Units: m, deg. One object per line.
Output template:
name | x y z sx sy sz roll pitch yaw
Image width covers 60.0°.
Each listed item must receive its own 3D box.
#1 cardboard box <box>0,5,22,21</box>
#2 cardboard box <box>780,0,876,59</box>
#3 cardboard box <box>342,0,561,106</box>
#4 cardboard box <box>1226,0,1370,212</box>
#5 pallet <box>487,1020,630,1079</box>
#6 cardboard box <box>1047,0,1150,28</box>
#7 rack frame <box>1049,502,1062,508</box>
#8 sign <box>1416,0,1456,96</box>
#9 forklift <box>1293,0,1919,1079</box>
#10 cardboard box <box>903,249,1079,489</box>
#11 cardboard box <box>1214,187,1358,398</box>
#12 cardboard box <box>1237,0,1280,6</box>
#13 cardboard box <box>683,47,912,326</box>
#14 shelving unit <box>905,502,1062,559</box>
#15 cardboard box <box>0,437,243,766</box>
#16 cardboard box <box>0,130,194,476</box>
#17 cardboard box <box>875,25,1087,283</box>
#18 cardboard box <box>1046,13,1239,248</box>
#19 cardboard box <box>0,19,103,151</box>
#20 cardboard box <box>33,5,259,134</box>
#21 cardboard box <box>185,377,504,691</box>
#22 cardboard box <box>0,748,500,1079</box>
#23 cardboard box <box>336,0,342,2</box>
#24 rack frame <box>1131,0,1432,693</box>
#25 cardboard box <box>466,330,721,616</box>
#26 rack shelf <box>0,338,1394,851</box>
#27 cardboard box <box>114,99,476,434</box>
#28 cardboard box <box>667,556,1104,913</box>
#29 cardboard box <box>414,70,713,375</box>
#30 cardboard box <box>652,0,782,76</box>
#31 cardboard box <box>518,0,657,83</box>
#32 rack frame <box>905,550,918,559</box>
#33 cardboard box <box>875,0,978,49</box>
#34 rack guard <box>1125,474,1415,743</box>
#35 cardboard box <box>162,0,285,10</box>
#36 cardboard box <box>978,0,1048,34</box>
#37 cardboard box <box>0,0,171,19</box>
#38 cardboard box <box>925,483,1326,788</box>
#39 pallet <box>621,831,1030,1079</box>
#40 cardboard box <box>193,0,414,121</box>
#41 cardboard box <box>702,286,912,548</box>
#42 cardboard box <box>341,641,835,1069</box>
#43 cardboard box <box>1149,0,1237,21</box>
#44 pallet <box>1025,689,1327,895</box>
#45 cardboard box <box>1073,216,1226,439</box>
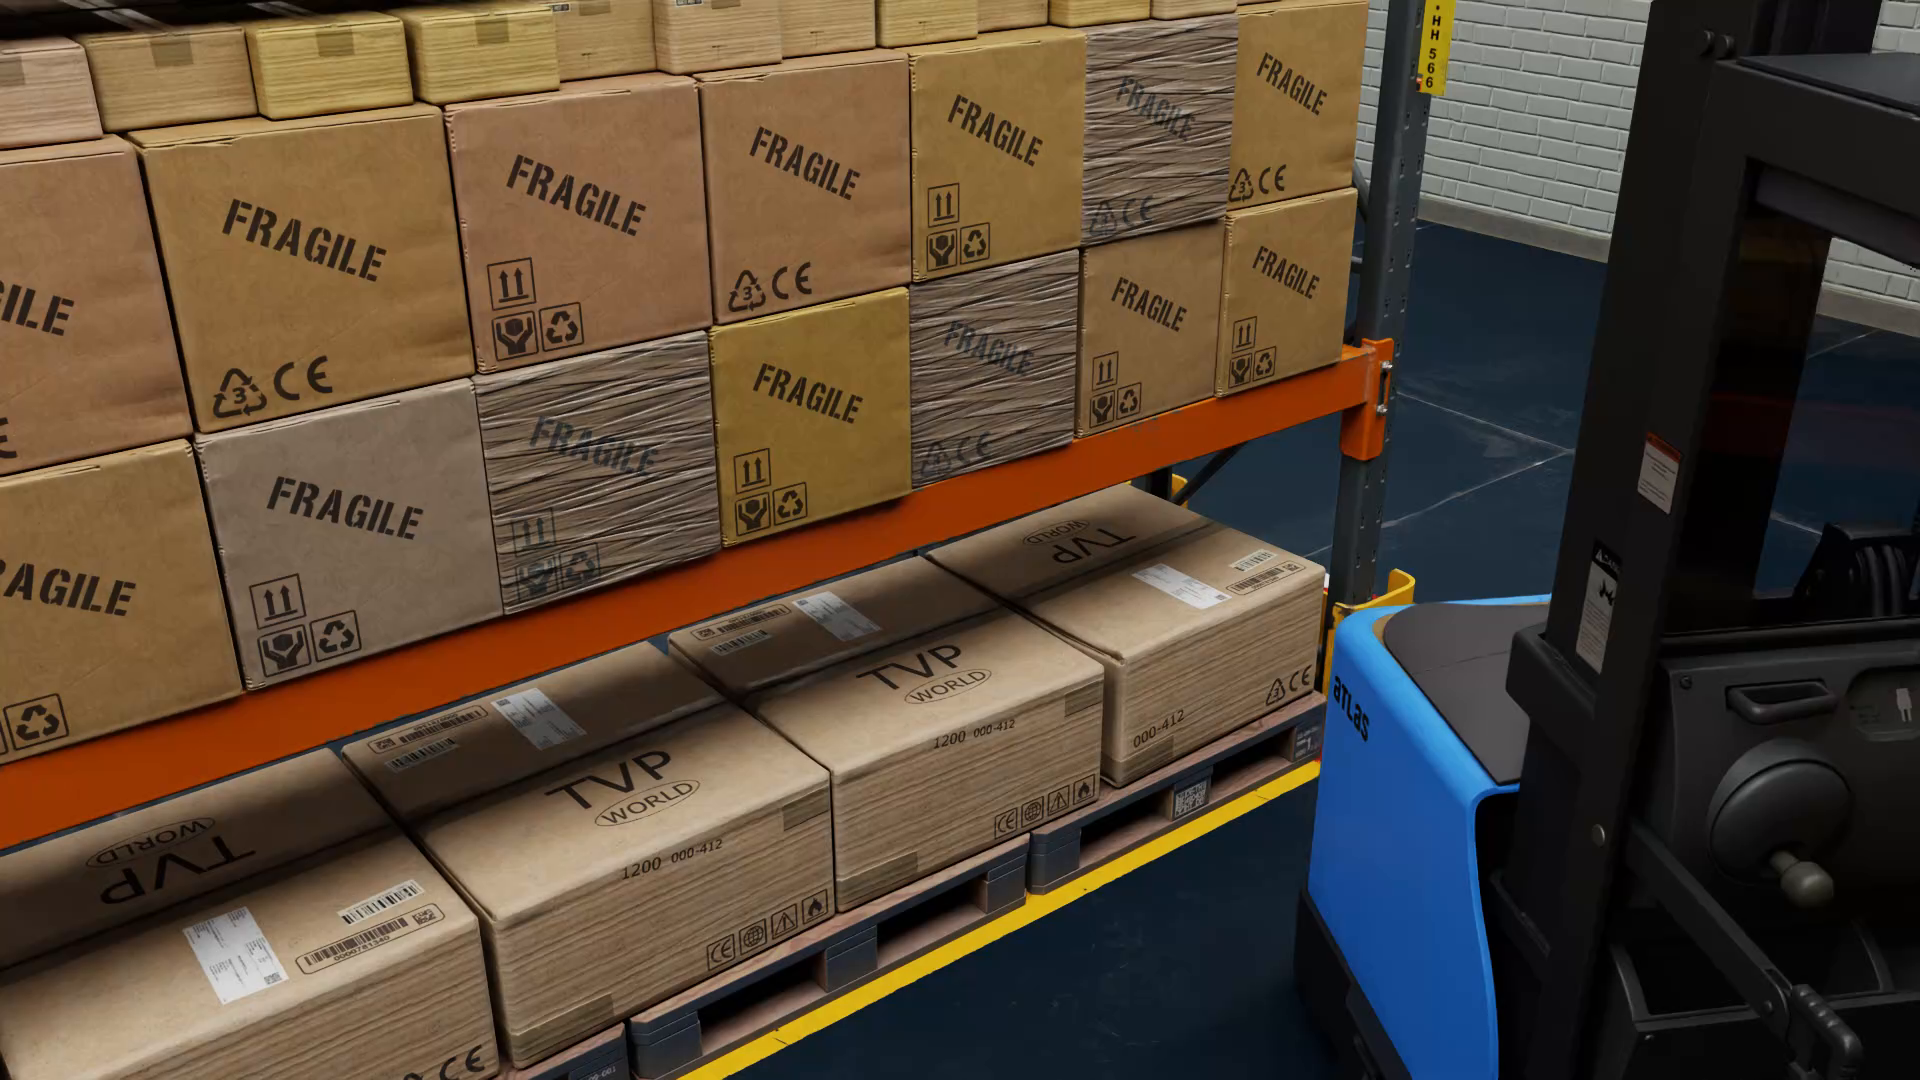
cardboard box | -1.868 -0.893 3.033 0.250 0.149 0.380 -17 30 -33
cardboard box | -0.388 -1.142 3.571 0.250 0.149 0.380 -17 30 -32
cardboard box | -0.953 -0.927 3.106 0.250 0.149 0.380 -19 31 -35
cardboard box | 0.727 -1.215 4.499 0.500 0.500 0.500 -17 30 -32
pallet | -1.542 1.212 3.888 1.213 0.211 1.003 -18 31 -34
cardboard box | 0.240 -1.333 3.983 0.250 0.149 0.380 -17 30 -33
rack frame | 0.283 -0.774 6.635 0.023 1.500 0.400 -18 31 -34
sign | 1.283 -1.370 4.482 0.005 0.325 0.100 -18 31 -34
forklift | 1.585 0.384 2.441 1.130 2.935 3.031 -4 25 -8
cardboard box | -0.060 -0.491 4.125 0.500 0.500 0.500 -17 30 -33
cardboard box | 0.743 -0.753 4.690 0.500 0.500 0.500 -18 30 -34
cardboard box | 0.615 -1.480 4.299 0.250 0.149 0.380 -18 30 -33
cardboard box | -0.455 -0.812 3.631 0.500 0.500 0.500 -19 31 -34
shelving unit | -0.005 -0.679 6.431 0.755 1.500 0.431 -18 31 -34
cardboard box | -1.658 0.038 2.986 0.500 0.500 0.500 -17 30 -32
cardboard box | -1.664 -0.424 2.793 0.500 0.500 0.500 -18 30 -34
cardboard box | -0.058 -0.942 3.911 0.500 0.500 0.500 -18 31 -34
cardboard box | 0.333 -1.070 4.185 0.500 0.500 0.500 -18 30 -34
cardboard box | -1.588 -0.742 2.710 0.250 0.149 0.380 -18 30 -33
cardboard box | -1.413 -0.823 2.883 0.250 0.149 0.380 -19 31 -35
cardboard box | -1.259 -0.091 3.265 0.500 0.500 0.500 -18 30 -34
cardboard box | -1.628 0.963 3.657 0.875 0.438 0.875 -19 31 -35
cardboard box | -1.303 -1.103 3.486 0.250 0.149 0.380 -19 31 -34
rack frame | 0.959 -0.920 5.170 0.127 3.000 1.000 -18 31 -34
cardboard box | -0.864 -0.218 3.539 0.500 0.500 0.500 -18 30 -34
rack shelf | -0.615 -0.075 4.202 4.000 0.370 1.077 -18 31 -34
cardboard box | -1.263 -0.553 3.072 0.500 0.500 0.500 -19 31 -35
cardboard box | -0.214 0.496 4.662 0.875 0.438 0.875 -17 30 -33
cardboard box | -0.853 -0.682 3.350 0.500 0.500 0.500 -18 30 -33
cardboard box | -0.570 -1.060 3.394 0.250 0.149 0.380 -18 30 -34
cardboard box | -0.806 -1.019 3.305 0.250 0.149 0.380 -18 31 -34
rack frame | -0.293 -0.583 6.226 0.023 1.500 0.400 -18 31 -34
cardboard box | -0.170 -1.204 3.705 0.250 0.149 0.380 -17 30 -33
rack guard | 0.978 0.207 5.710 0.348 0.500 1.175 -18 31 -34
cardboard box | -1.478 -1.026 3.320 0.250 0.149 0.380 -19 31 -34
cardboard box | -0.009 -1.289 3.887 0.250 0.149 0.380 -19 31 -34
cardboard box | -1.666 -0.954 3.165 0.250 0.149 0.380 -18 31 -34
cardboard box | 0.501 0.256 5.180 0.875 0.438 0.875 -19 31 -36
pallet | -0.581 0.893 4.575 1.213 0.211 1.003 -18 31 -34
cardboard box | -1.180 -0.867 2.978 0.250 0.149 0.380 -19 31 -34
cardboard box | -0.459 -0.352 3.827 0.500 0.500 0.500 -17 30 -33
cardboard box | -0.924 0.730 4.159 0.875 0.438 0.875 -19 31 -35
cardboard box | 0.464 -1.385 4.095 0.250 0.149 0.380 -19 31 -35
pallet | 0.378 0.578 5.254 1.213 0.211 1.003 -18 31 -34
cardboard box | 0.339 -0.627 4.420 0.500 0.500 0.500 -19 31 -35
